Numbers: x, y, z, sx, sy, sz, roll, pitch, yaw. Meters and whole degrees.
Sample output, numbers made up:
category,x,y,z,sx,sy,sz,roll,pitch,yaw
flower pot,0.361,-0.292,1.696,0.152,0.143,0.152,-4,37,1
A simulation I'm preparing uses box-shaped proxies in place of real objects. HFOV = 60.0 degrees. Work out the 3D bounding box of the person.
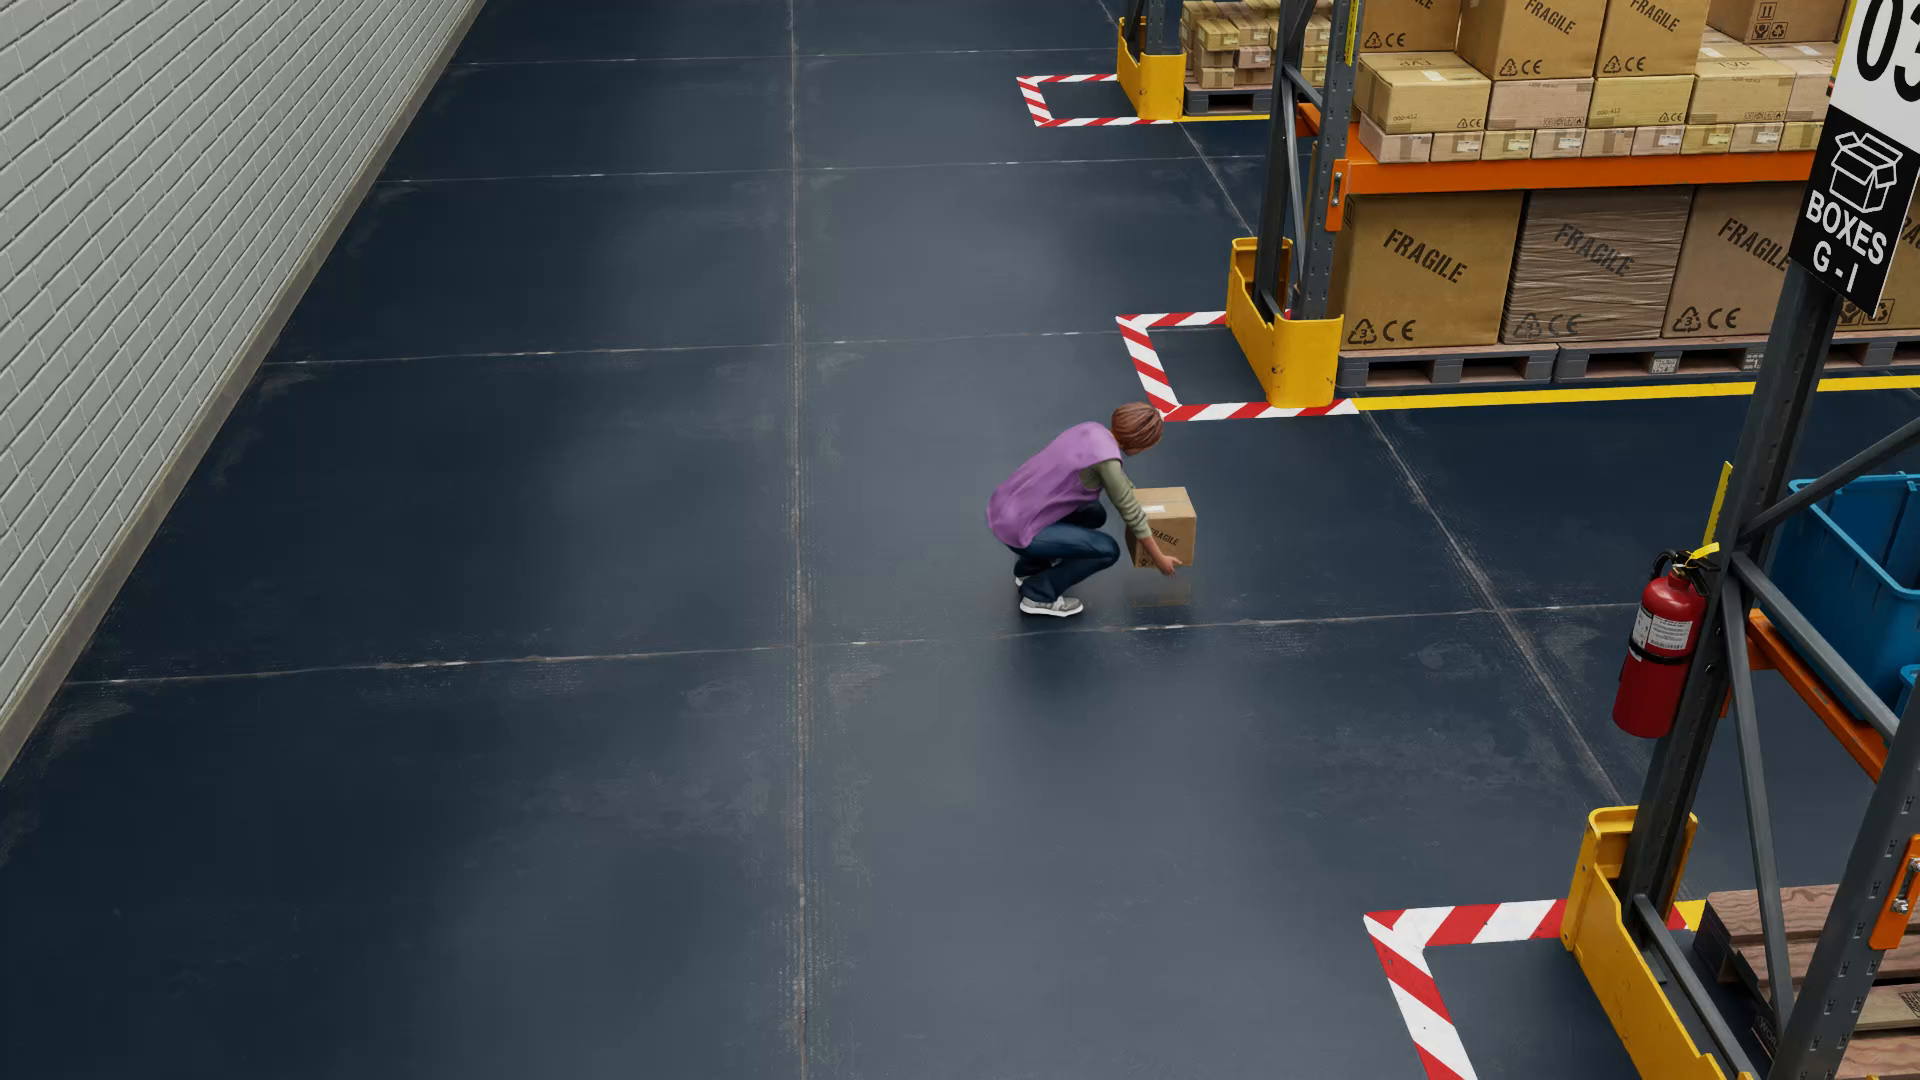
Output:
category,x,y,z,sx,sy,sz,roll,pitch,yaw
person,0.522,-0.134,7.047,0.832,0.890,0.424,-3,32,-5
